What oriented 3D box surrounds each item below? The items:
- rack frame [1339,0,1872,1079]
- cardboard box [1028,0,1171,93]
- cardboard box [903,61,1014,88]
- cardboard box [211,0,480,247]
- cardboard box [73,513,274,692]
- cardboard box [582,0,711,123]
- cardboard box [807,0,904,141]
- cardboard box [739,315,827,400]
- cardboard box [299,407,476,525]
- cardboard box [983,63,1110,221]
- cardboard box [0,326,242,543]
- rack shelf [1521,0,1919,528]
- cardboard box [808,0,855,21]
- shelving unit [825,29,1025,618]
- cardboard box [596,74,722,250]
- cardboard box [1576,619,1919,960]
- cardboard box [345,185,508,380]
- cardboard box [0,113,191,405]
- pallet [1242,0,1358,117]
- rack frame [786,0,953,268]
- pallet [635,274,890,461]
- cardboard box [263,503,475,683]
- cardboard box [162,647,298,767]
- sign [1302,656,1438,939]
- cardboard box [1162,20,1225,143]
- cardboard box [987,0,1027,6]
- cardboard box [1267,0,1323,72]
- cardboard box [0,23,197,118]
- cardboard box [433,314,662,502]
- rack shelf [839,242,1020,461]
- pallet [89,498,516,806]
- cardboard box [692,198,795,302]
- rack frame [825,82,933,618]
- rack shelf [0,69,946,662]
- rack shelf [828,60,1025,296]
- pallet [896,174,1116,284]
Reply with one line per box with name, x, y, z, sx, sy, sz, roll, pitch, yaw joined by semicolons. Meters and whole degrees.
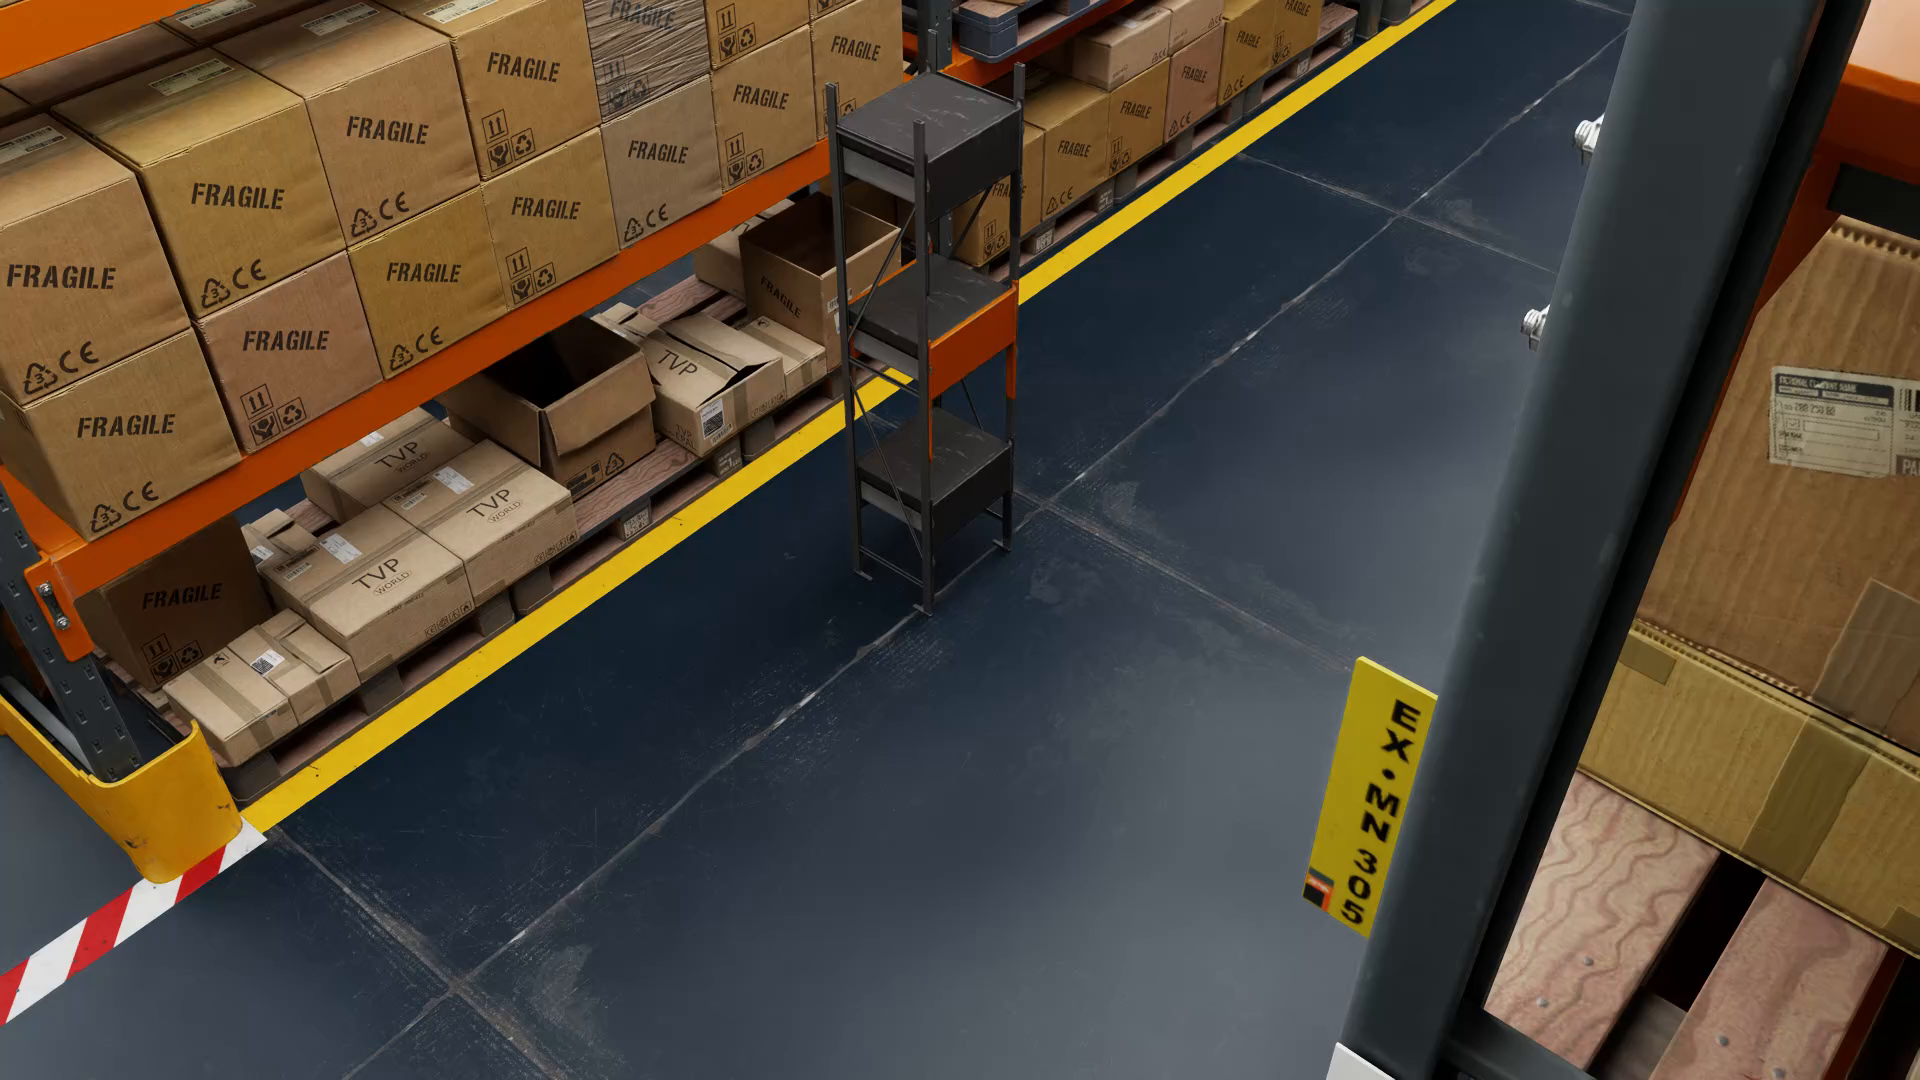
rack frame;0.767;-0.333;0.428;1.000;3.000;0.127;29;50;28
cardboard box;0.689;-2.490;8.233;0.500;0.250;0.500;30;50;29
cardboard box;-0.030;-2.183;8.453;0.500;0.500;0.500;30;50;29
cardboard box;-1.883;-1.306;5.139;0.500;0.500;0.500;30;50;29
cardboard box;-2.865;0.119;5.921;0.500;0.500;0.500;29;50;28
cardboard box;-1.232;-1.826;5.711;0.500;0.500;0.500;30;50;29
cardboard box;-0.578;-1.985;6.629;0.500;0.500;0.500;30;50;29
cardboard box;-0.798;-0.789;7.180;0.380;0.149;0.250;29;50;28
cardboard box;-2.231;-0.265;6.528;0.500;0.250;0.500;29;50;28
cardboard box;0.380;-1.977;8.226;0.500;0.500;0.500;30;50;29
cardboard box;-2.539;-0.408;4.895;0.500;0.500;0.500;31;50;29
rack shelf;2.054;-0.949;1.937;1.077;0.370;4.000;29;50;28
cardboard box;-0.580;-2.351;6.288;0.500;0.500;0.500;30;50;29
shelving unit;-0.107;-0.692;5.950;0.431;2.100;0.503;29;50;28
cardboard box;-1.237;-1.453;6.044;0.500;0.500;0.500;31;50;29
cardboard box;1.035;0.148;1.853;0.500;0.250;0.500;31;51;30
cardboard box;-1.886;-0.933;5.472;0.500;0.500;0.500;29;50;28
cardboard box;-2.539;-0.778;4.558;0.500;0.500;0.500;31;51;30
pallet;1.612;-2.976;9.866;1.003;0.211;1.213;29;50;28
rack frame;-0.453;-2.316;7.068;1.000;3.000;0.127;29;50;28
pallet;-0.895;-0.931;7.617;1.003;0.211;1.213;29;50;28
cardboard box;-2.138;0.183;6.036;0.500;0.250;0.500;29;50;28
cardboard box;-2.494;0.569;5.687;0.380;0.149;0.250;29;50;28
sign;0.361;0.236;1.432;0.100;0.325;0.005;29;50;28
cardboard box;1.033;-2.491;8.791;0.500;0.500;0.500;28;49;27
cardboard box;0.024;-2.656;7.055;0.700;0.500;0.500;14;44;15
cardboard box;1.699;-3.031;9.384;0.500;0.500;0.500;32;51;30
cardboard box;-2.626;-1.272;5.102;0.500;0.500;0.500;31;51;29
cardboard box;-1.658;-0.586;6.693;0.797;0.503;0.637;29;50;28
rack shelf;-0.107;-0.682;5.959;0.431;0.518;0.480;29;50;28
pallet;-2.466;0.325;6.236;1.003;0.211;1.213;29;50;28
cardboard box;-0.888;-1.362;7.690;0.500;0.311;0.500;29;50;28
rack frame;-0.264;-0.566;5.812;0.400;2.100;0.015;29;50;28
rack shelf;-1.740;-1.020;6.177;1.077;0.370;4.000;29;50;28
rack shelf;-0.107;-1.199;5.488;0.431;0.518;0.480;29;50;28
pallet;0.042;-1.720;8.484;1.003;0.211;1.213;29;50;28
